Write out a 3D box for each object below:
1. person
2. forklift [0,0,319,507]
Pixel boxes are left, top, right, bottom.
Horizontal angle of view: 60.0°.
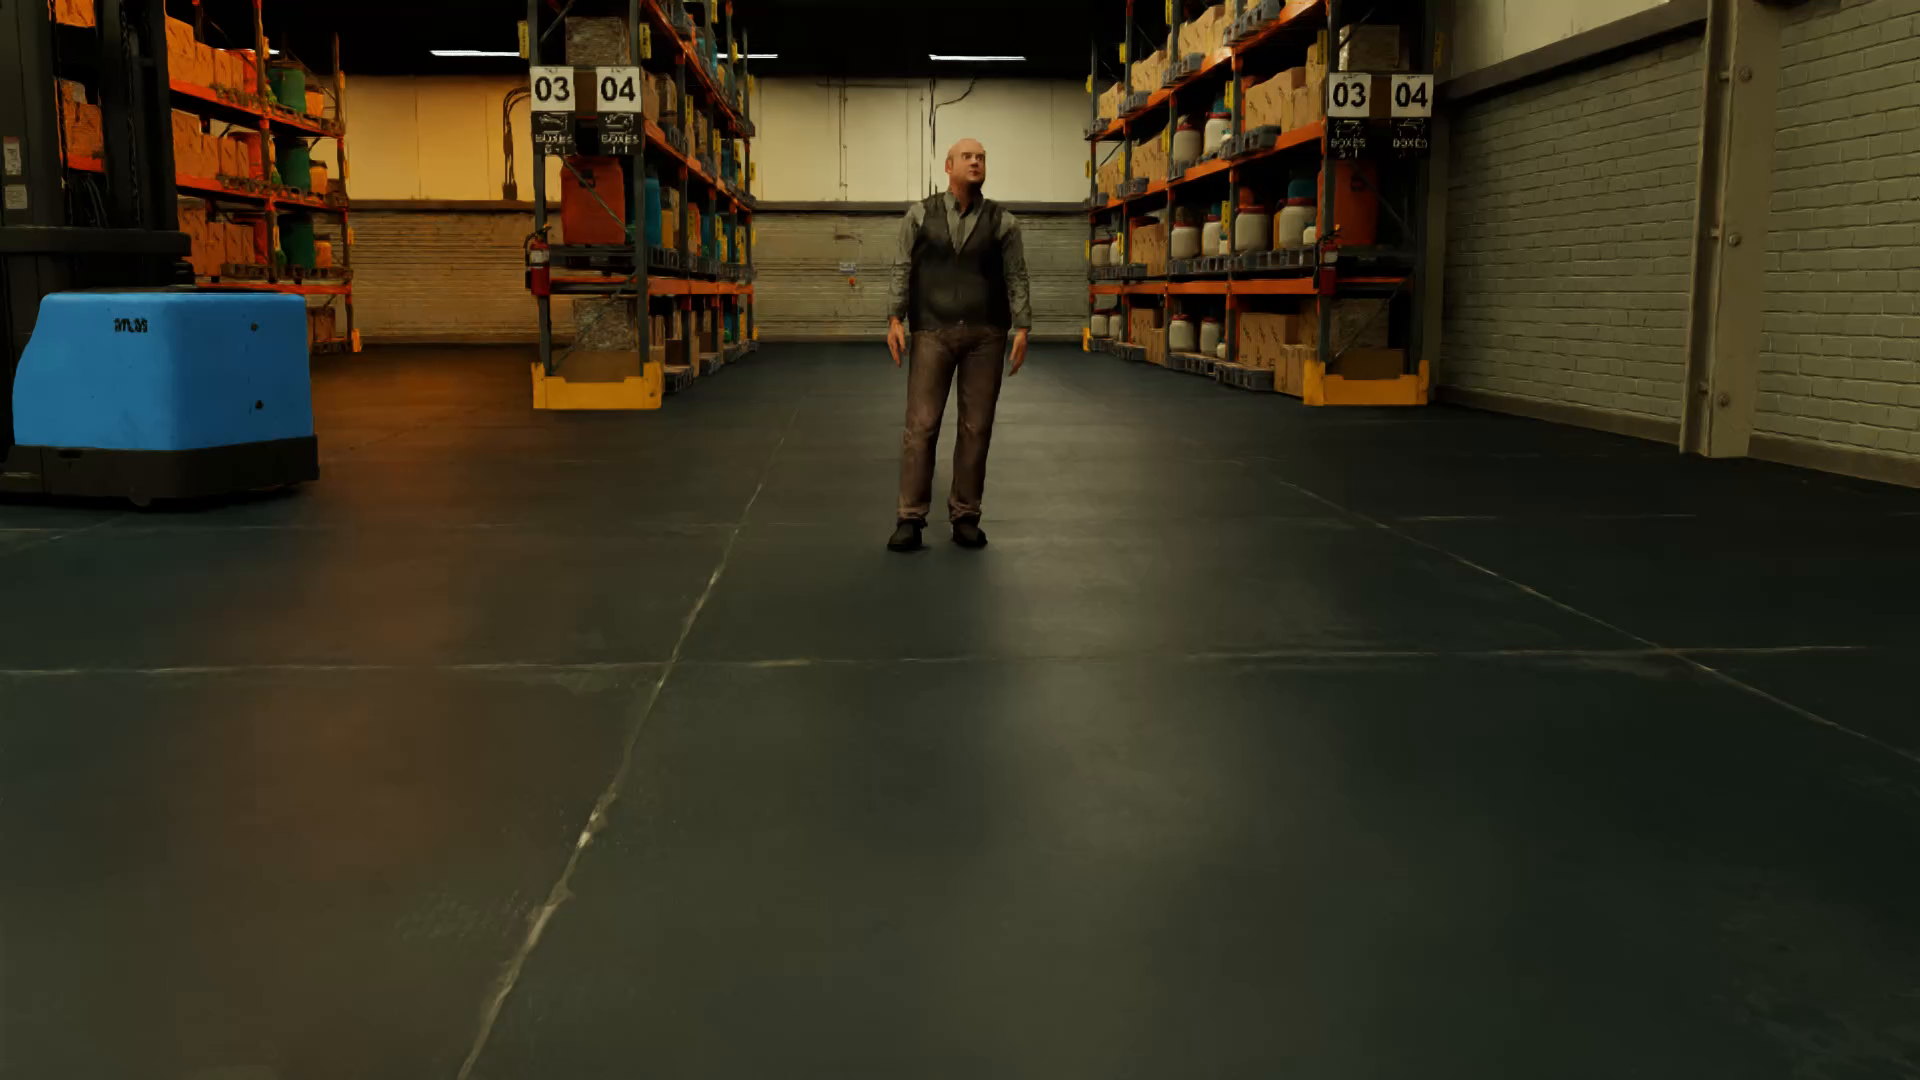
[{"bbox_3d":[-0.004,-0.849,7.120,0.632,1.720,0.567,-1,8,-4],"label":"person"},{"bbox_3d":[-5.066,-1.723,8.934,3.031,2.935,1.130,3,9,20],"label":"forklift"}]
